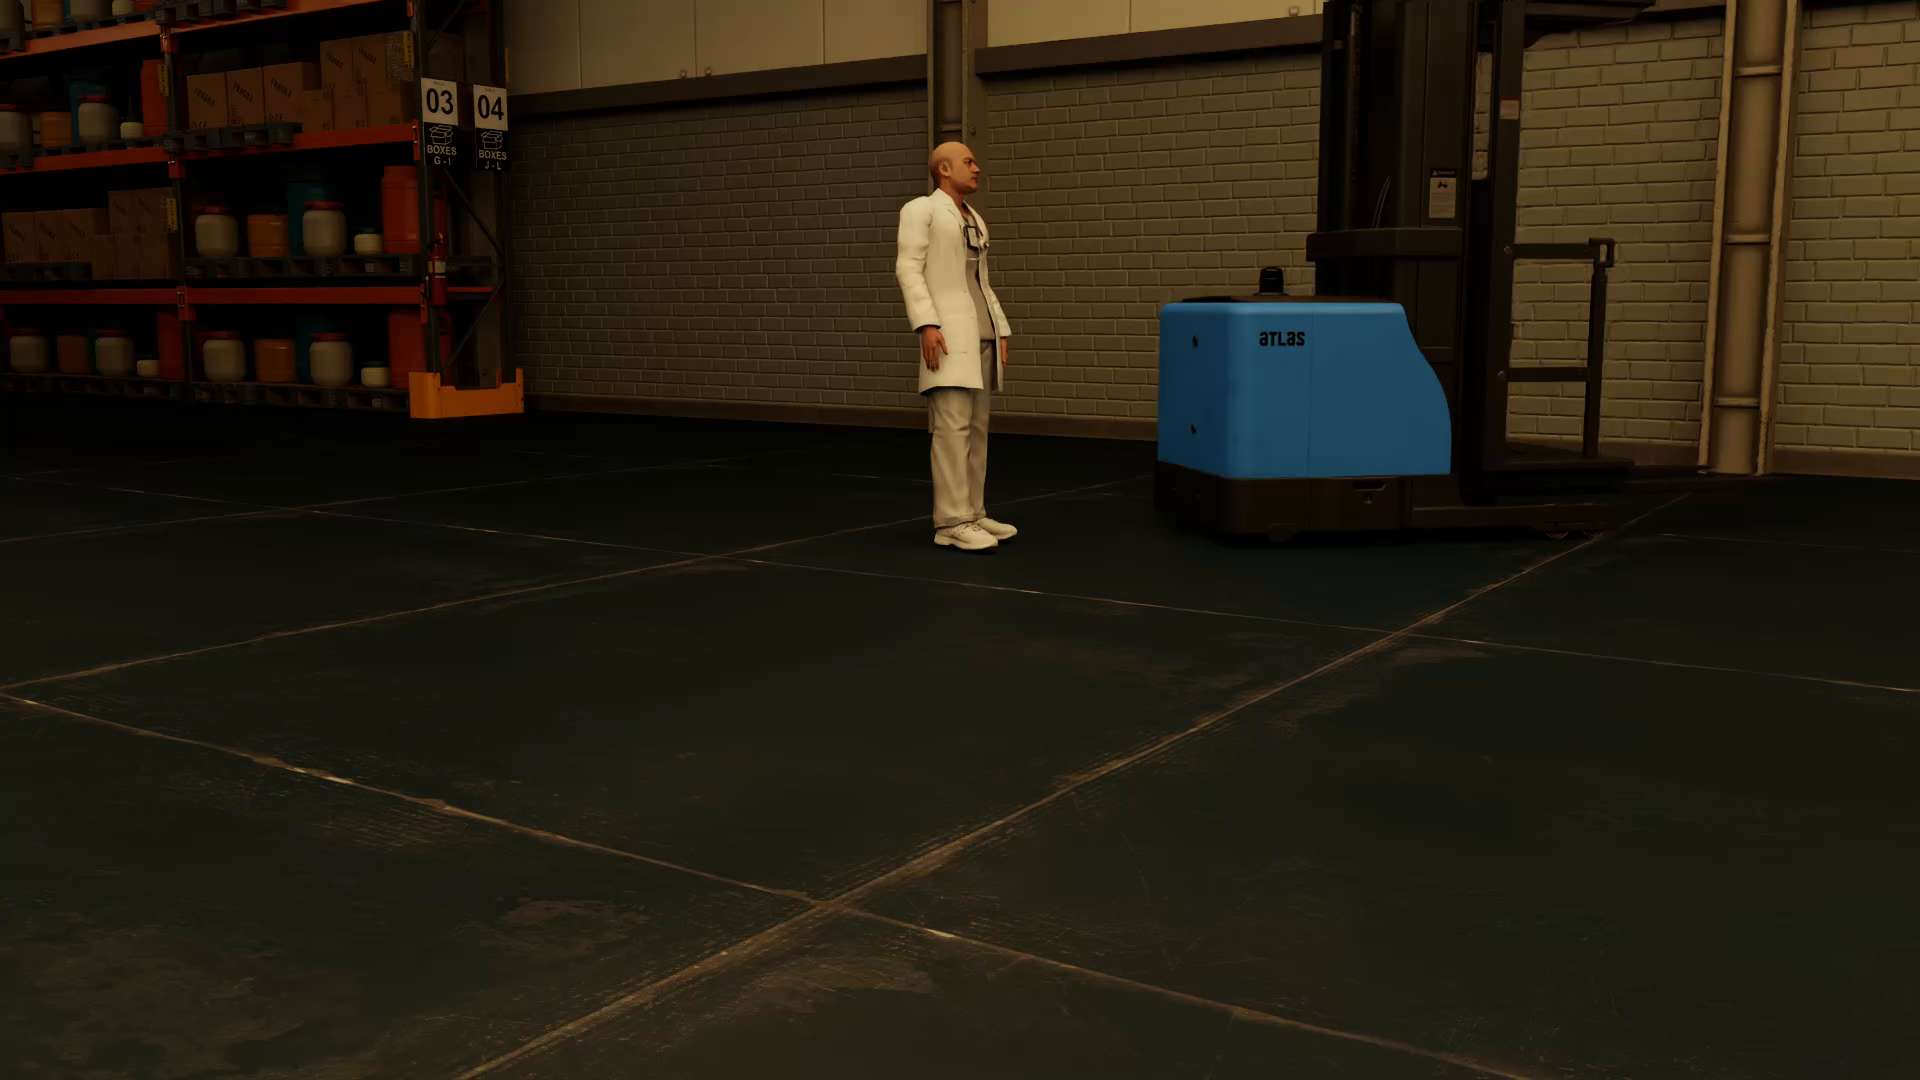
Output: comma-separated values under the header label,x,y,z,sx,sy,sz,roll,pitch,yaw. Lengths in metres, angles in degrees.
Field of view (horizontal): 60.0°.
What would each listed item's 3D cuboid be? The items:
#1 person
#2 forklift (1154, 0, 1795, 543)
label,x,y,z,sx,sy,sz,roll,pitch,yaw
person,0.073,-0.879,7.424,0.580,1.776,0.695,5,10,34
forklift,2.528,-1.525,7.916,3.031,2.935,1.130,-2,8,-13
